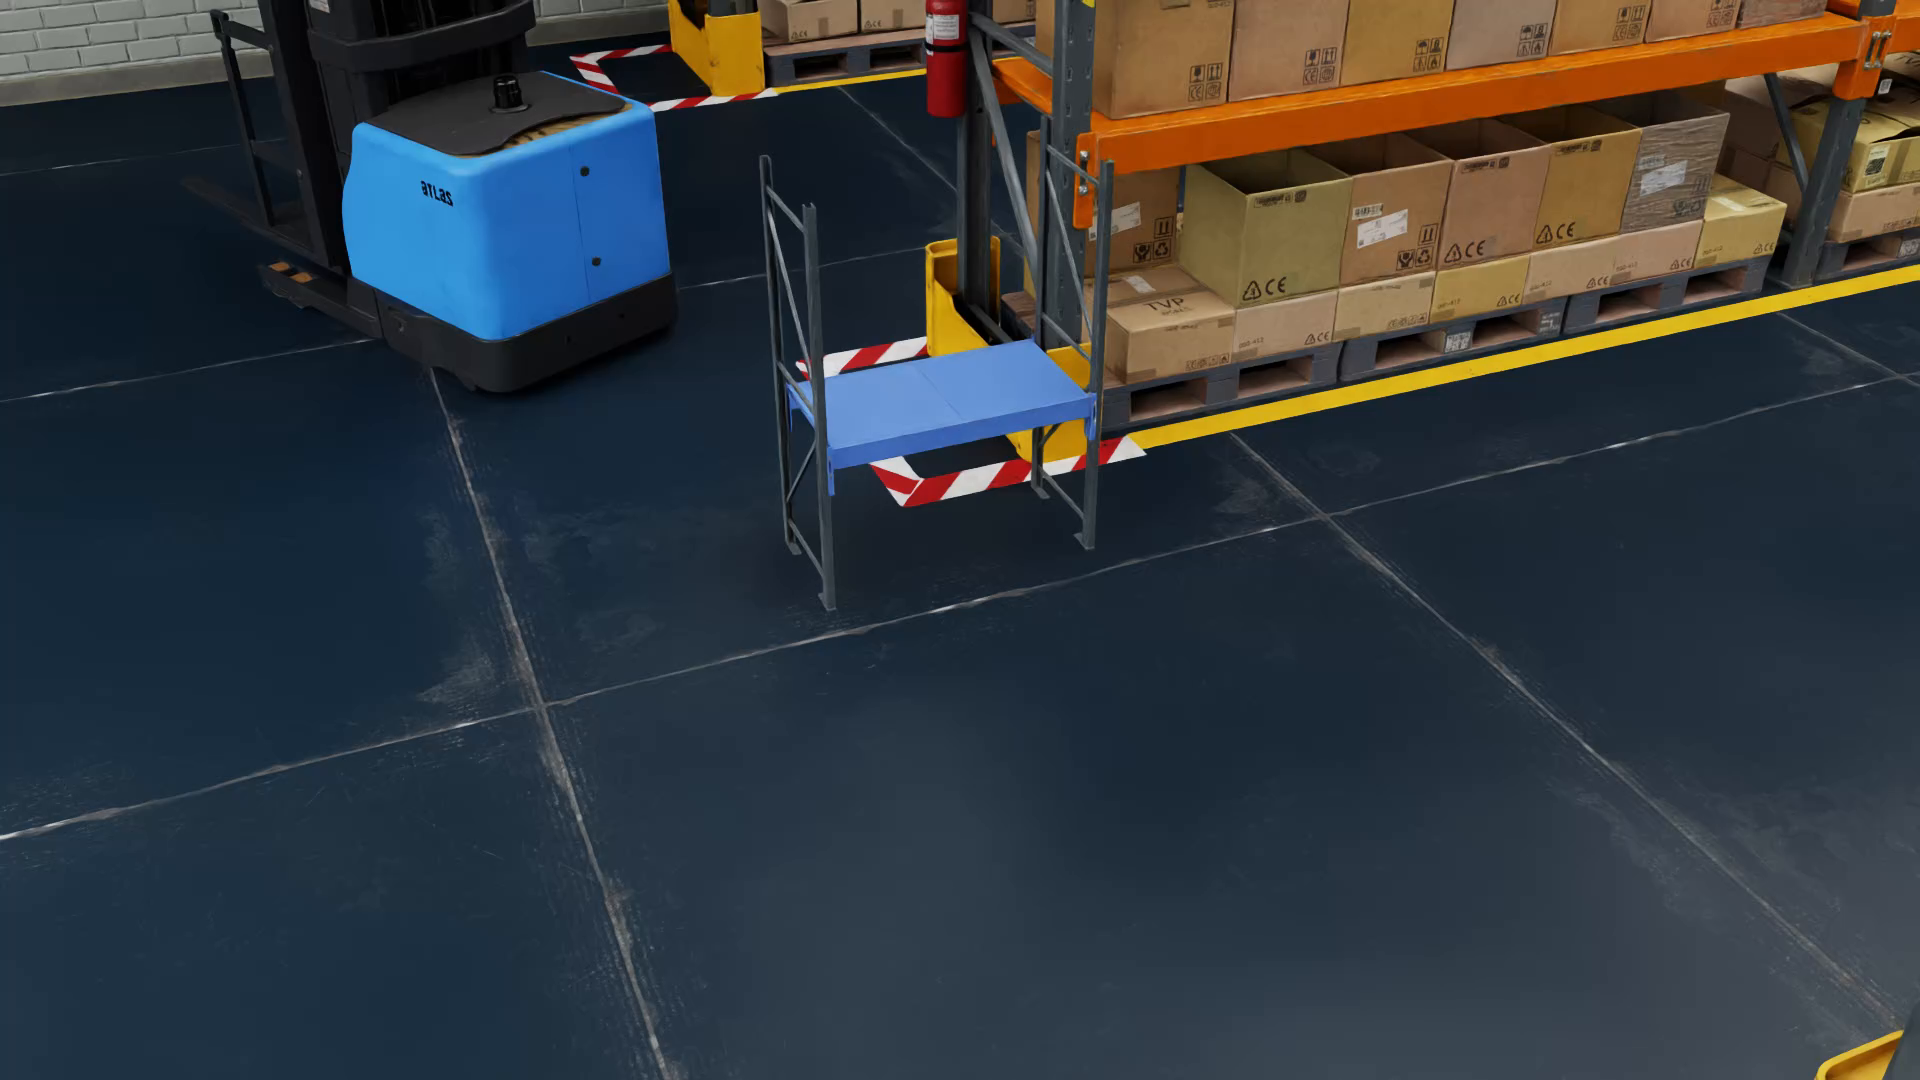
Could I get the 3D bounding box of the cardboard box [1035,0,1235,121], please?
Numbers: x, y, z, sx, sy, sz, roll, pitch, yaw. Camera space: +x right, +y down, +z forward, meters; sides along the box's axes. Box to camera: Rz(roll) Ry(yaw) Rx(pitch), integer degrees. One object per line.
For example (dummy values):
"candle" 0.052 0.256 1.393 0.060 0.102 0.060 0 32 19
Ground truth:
"cardboard box" 0.670 -2.024 6.519 0.500 0.500 0.700 -13 35 -19

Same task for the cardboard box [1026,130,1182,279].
"cardboard box" 0.614 -1.491 7.239 0.500 0.500 0.500 -13 35 -19

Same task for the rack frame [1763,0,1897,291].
"rack frame" 3.923 -2.735 7.702 0.127 3.000 1.000 -13 35 -19

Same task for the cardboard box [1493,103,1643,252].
"cardboard box" 2.655 -1.657 7.496 0.500 0.500 0.500 -13 35 -19

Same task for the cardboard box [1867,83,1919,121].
"cardboard box" 4.864 -2.058 8.285 0.500 0.311 0.500 -13 35 -19

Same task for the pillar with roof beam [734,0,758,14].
"pillar with roof beam" 0.291 -5.313 6.164 0.400 9.000 9.100 -13 35 -19

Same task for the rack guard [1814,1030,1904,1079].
"rack guard" 2.201 1.610 3.318 0.348 0.500 1.175 -13 35 -19

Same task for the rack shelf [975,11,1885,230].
"rack shelf" 2.079 -2.011 7.250 4.000 0.370 1.077 -13 35 -19

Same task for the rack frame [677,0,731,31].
"rack frame" -1.687 -4.380 10.232 0.127 3.000 1.000 -13 35 -19

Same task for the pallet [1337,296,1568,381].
"pallet" 2.047 -1.159 7.838 1.213 0.211 1.003 -13 35 -19

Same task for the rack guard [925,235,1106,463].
"rack guard" 0.212 -0.837 7.078 0.348 0.500 1.175 -13 35 -19

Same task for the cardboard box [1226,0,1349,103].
"cardboard box" 1.152 -2.137 6.693 0.500 0.500 0.700 -12 35 -18

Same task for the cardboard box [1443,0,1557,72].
"cardboard box" 2.096 -2.352 7.023 0.500 0.500 0.700 -12 35 -18

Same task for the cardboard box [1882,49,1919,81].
"cardboard box" 5.123 -2.440 8.872 0.500 0.311 0.500 -13 35 -19

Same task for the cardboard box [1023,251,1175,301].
"cardboard box" 0.615 -1.175 7.442 0.500 0.250 0.500 -13 35 -19

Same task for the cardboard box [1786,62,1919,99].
"cardboard box" 4.662 -2.336 8.712 0.500 0.311 0.500 -12 35 -18

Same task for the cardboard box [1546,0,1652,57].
"cardboard box" 2.568 -2.461 7.190 0.500 0.500 0.700 -12 35 -18

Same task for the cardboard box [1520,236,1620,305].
"cardboard box" 2.660 -1.337 7.690 0.500 0.250 0.500 -13 35 -19

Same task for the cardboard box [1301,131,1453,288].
"cardboard box" 1.731 -1.448 7.173 0.500 0.500 0.500 -13 35 -19

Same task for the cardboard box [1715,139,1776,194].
"cardboard box" 4.193 -1.991 8.696 0.500 0.250 0.500 -13 35 -19

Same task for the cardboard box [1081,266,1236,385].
"cardboard box" 0.815 -0.915 7.042 0.500 0.250 0.500 -13 35 -19

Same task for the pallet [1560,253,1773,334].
"pallet" 3.173 -1.419 8.237 1.213 0.211 1.003 -13 35 -19

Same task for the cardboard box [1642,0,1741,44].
"cardboard box" 3.032 -2.565 7.350 0.500 0.500 0.700 -13 35 -19

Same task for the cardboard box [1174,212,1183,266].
"cardboard box" 1.071 -1.287 7.614 0.500 0.250 0.500 -13 35 -19

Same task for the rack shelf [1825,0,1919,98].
"rack shelf" 5.767 -2.855 8.548 4.000 0.370 1.077 -13 35 -19

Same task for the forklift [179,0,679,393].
"forklift" -2.747 -2.529 7.449 3.031 2.935 1.130 25 41 33

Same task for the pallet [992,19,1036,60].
"pallet" 0.269 -3.637 11.646 1.213 0.211 1.003 -13 35 -19

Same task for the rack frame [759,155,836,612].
"rack frame" -0.547 -0.503 5.648 0.032 1.500 0.500 -13 35 -19

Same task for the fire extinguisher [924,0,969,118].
"fire extinguisher" -0.054 -2.066 6.746 0.183 0.674 0.296 -13 35 -19

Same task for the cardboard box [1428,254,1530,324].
"cardboard box" 2.199 -1.231 7.527 0.500 0.250 0.500 -13 35 -19

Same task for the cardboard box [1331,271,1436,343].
"cardboard box" 1.736 -1.128 7.369 0.500 0.250 0.500 -13 35 -19

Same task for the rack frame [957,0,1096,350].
"rack frame" 0.235 -1.890 6.405 0.127 3.000 1.000 -13 35 -19

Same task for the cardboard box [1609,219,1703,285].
"cardboard box" 3.115 -1.450 7.864 0.500 0.250 0.500 -13 35 -19

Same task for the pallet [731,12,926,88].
"pallet" -0.854 -3.381 11.253 1.213 0.211 1.003 -13 35 -19

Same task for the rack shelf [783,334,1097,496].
"rack shelf" -0.079 -0.460 5.911 1.000 0.185 0.538 -13 35 -19

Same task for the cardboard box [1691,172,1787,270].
"cardboard box" 3.580 -1.550 8.018 0.500 0.250 0.500 -13 35 -19

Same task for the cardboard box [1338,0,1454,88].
"cardboard box" 1.612 -2.239 6.850 0.500 0.500 0.700 -13 35 -19

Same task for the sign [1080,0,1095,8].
"sign" 0.444 -2.006 5.716 0.005 0.325 0.100 -13 35 -19

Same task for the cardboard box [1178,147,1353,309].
"cardboard box" 1.275 -1.336 7.001 0.500 0.500 0.500 -13 35 -19

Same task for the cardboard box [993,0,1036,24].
"cardboard box" 0.208 -3.868 11.333 0.500 0.500 0.700 -15 36 -22

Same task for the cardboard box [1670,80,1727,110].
"cardboard box" 3.374 -2.132 8.225 0.500 0.500 0.500 -13 35 -19

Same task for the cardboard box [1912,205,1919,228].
"cardboard box" 4.862 -1.826 8.442 0.500 0.250 0.500 -12 35 -18

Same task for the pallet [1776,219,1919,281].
"pallet" 4.587 -1.741 8.732 1.213 0.211 1.003 -13 35 -19

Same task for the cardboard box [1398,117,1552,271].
"cardboard box" 2.199 -1.545 7.322 0.500 0.500 0.500 -13 35 -19

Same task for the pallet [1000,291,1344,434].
"pallet" 0.923 -0.904 7.445 1.213 0.211 1.003 -13 35 -19

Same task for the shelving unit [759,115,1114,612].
"shelving unit" -0.079 -0.611 5.813 1.048 1.500 0.538 -13 35 -19

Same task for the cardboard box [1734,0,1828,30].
"cardboard box" 3.516 -2.680 7.526 0.500 0.500 0.700 -14 36 -20

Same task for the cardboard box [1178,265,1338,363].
"cardboard box" 1.275 -1.022 7.207 0.500 0.250 0.500 -13 35 -19

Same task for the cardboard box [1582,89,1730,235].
"cardboard box" 3.114 -1.765 7.661 0.500 0.500 0.500 -13 35 -19

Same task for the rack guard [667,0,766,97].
"rack guard" -1.616 -3.349 10.938 0.348 0.500 1.175 -13 35 -19

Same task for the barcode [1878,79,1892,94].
"barcode" 4.319 -2.118 7.763 0.075 0.075 0.001 -13 35 -19

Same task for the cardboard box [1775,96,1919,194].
"cardboard box" 4.400 -1.955 8.126 0.500 0.311 0.500 -13 35 -19

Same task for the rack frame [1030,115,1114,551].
"rack frame" 0.390 -0.718 5.978 0.032 1.500 0.500 -13 35 -19

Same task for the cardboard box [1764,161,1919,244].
"cardboard box" 4.390 -1.719 8.277 0.500 0.250 0.500 -14 35 -20

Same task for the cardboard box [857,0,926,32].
"cardboard box" -0.488 -3.659 11.185 0.500 0.311 0.500 -10 34 -15

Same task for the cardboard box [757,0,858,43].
"cardboard box" -1.014 -3.539 11.000 0.500 0.311 0.500 -17 37 -24

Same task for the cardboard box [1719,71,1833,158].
"cardboard box" 4.185 -2.223 8.538 0.500 0.311 0.500 -13 35 -19
